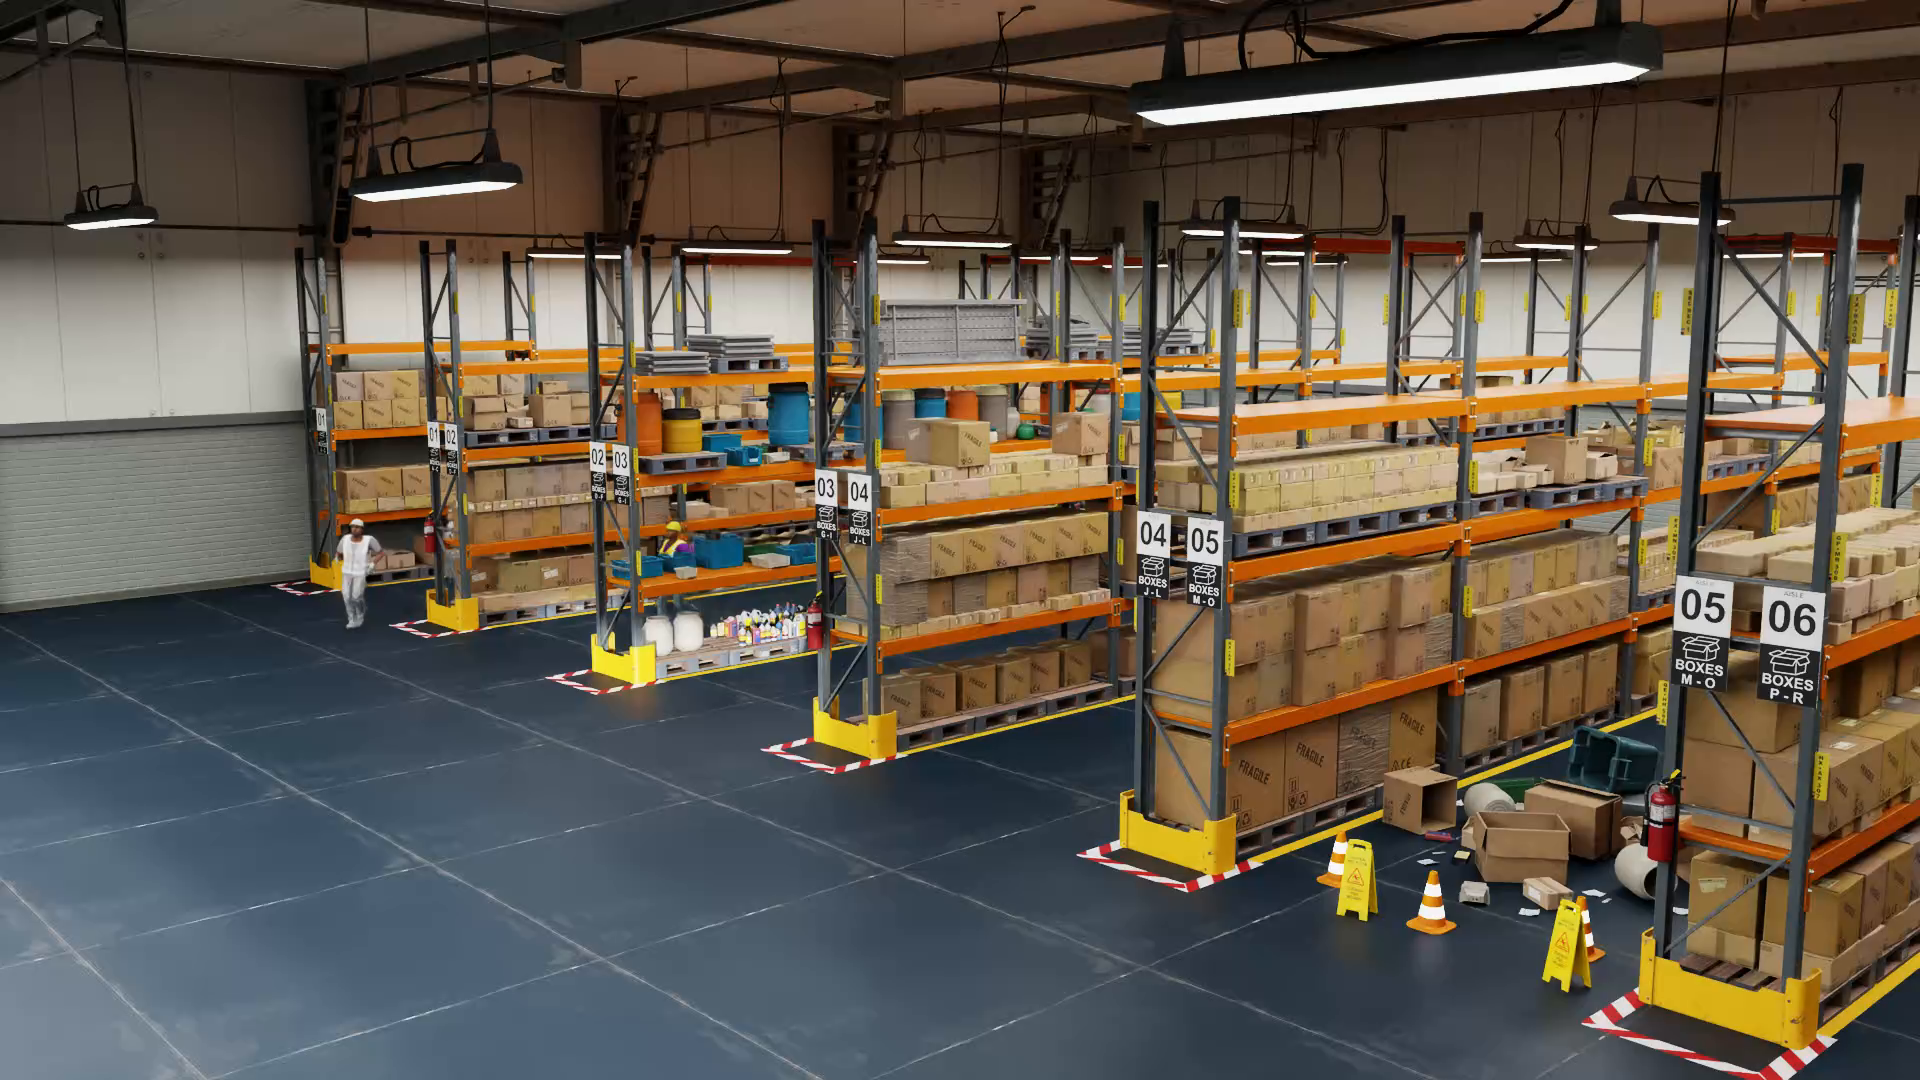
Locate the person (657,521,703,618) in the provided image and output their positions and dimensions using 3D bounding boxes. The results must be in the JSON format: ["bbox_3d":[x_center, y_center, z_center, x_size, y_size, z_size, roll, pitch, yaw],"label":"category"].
[{"bbox_3d":[-4.357,0.586,25.270,0.710,1.744,0.968,7,11,38],"label":"person"}]

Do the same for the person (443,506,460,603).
[{"bbox_3d":[-8.527,0.240,28.085,0.605,1.669,0.569,7,11,39],"label":"person"}]

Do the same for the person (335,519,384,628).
[{"bbox_3d":[-9.349,0.534,25.752,0.690,1.729,0.604,0,8,3],"label":"person"}]
